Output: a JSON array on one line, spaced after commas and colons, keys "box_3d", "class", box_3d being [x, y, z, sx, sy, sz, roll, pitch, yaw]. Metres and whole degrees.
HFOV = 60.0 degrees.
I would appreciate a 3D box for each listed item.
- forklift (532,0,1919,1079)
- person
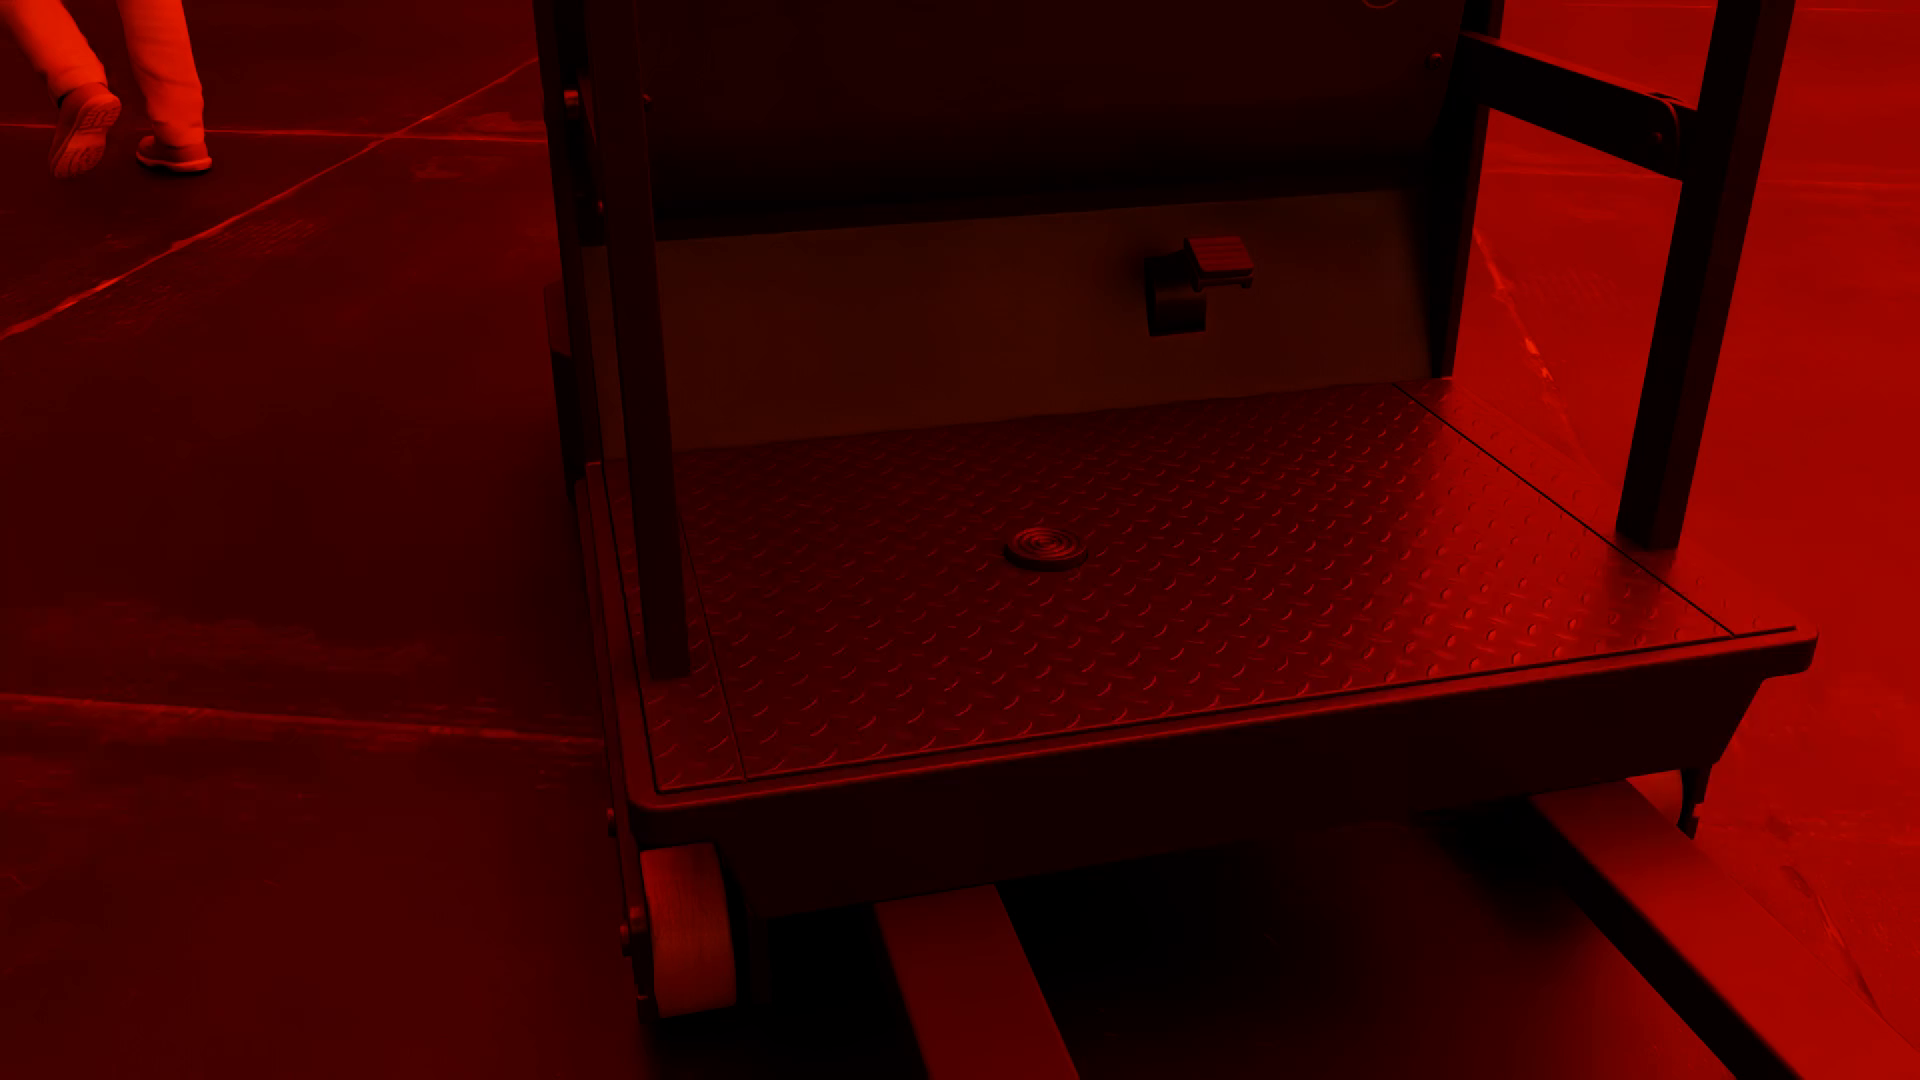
[{"box_3d": [0.153, -1.049, 1.319, 1.130, 2.935, 3.031, -7, 27, -13], "class": "forklift"}, {"box_3d": [-2.217, -1.773, 4.117, 0.474, 1.732, 0.699, 23, 35, 38], "class": "person"}]
